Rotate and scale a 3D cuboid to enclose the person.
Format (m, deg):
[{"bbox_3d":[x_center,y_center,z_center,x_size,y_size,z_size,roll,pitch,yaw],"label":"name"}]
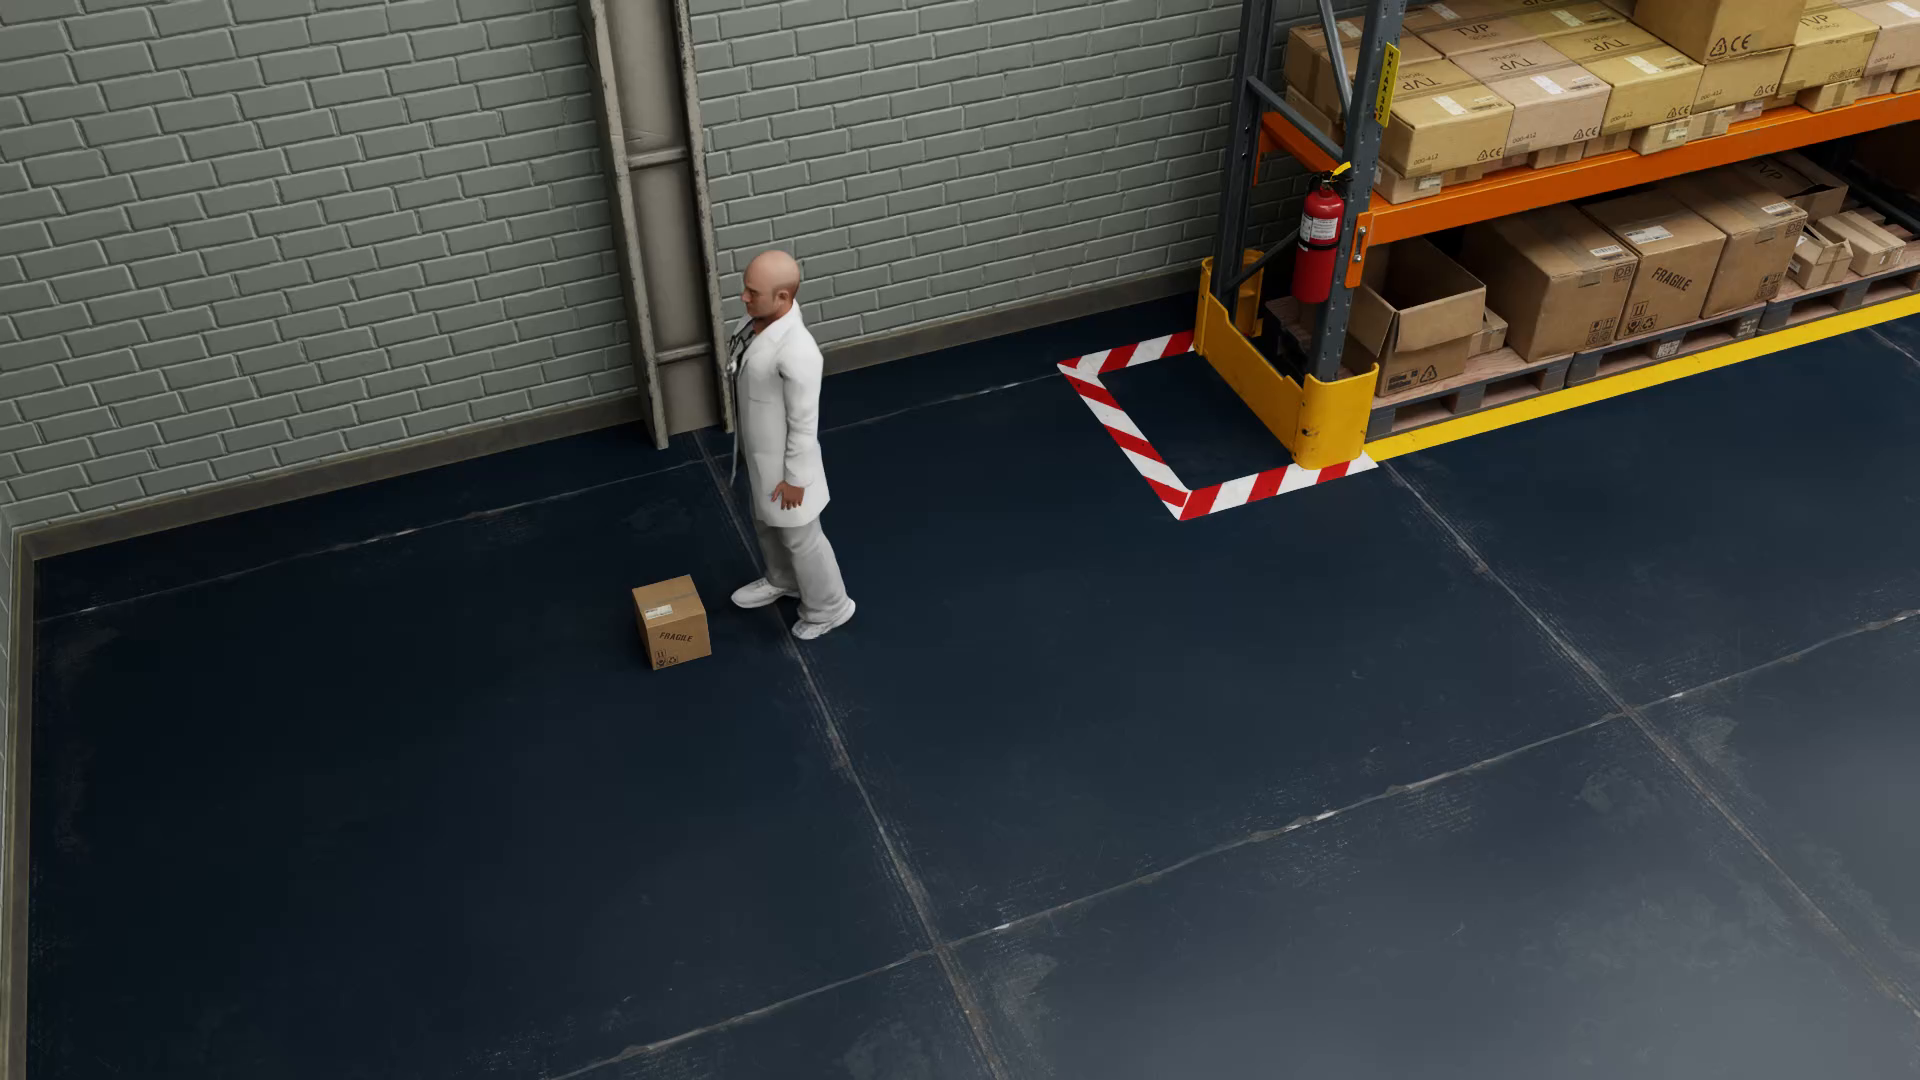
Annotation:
[{"bbox_3d":[-0.715,-0.333,6.603,0.480,1.848,0.573,-14,43,-16],"label":"person"}]
